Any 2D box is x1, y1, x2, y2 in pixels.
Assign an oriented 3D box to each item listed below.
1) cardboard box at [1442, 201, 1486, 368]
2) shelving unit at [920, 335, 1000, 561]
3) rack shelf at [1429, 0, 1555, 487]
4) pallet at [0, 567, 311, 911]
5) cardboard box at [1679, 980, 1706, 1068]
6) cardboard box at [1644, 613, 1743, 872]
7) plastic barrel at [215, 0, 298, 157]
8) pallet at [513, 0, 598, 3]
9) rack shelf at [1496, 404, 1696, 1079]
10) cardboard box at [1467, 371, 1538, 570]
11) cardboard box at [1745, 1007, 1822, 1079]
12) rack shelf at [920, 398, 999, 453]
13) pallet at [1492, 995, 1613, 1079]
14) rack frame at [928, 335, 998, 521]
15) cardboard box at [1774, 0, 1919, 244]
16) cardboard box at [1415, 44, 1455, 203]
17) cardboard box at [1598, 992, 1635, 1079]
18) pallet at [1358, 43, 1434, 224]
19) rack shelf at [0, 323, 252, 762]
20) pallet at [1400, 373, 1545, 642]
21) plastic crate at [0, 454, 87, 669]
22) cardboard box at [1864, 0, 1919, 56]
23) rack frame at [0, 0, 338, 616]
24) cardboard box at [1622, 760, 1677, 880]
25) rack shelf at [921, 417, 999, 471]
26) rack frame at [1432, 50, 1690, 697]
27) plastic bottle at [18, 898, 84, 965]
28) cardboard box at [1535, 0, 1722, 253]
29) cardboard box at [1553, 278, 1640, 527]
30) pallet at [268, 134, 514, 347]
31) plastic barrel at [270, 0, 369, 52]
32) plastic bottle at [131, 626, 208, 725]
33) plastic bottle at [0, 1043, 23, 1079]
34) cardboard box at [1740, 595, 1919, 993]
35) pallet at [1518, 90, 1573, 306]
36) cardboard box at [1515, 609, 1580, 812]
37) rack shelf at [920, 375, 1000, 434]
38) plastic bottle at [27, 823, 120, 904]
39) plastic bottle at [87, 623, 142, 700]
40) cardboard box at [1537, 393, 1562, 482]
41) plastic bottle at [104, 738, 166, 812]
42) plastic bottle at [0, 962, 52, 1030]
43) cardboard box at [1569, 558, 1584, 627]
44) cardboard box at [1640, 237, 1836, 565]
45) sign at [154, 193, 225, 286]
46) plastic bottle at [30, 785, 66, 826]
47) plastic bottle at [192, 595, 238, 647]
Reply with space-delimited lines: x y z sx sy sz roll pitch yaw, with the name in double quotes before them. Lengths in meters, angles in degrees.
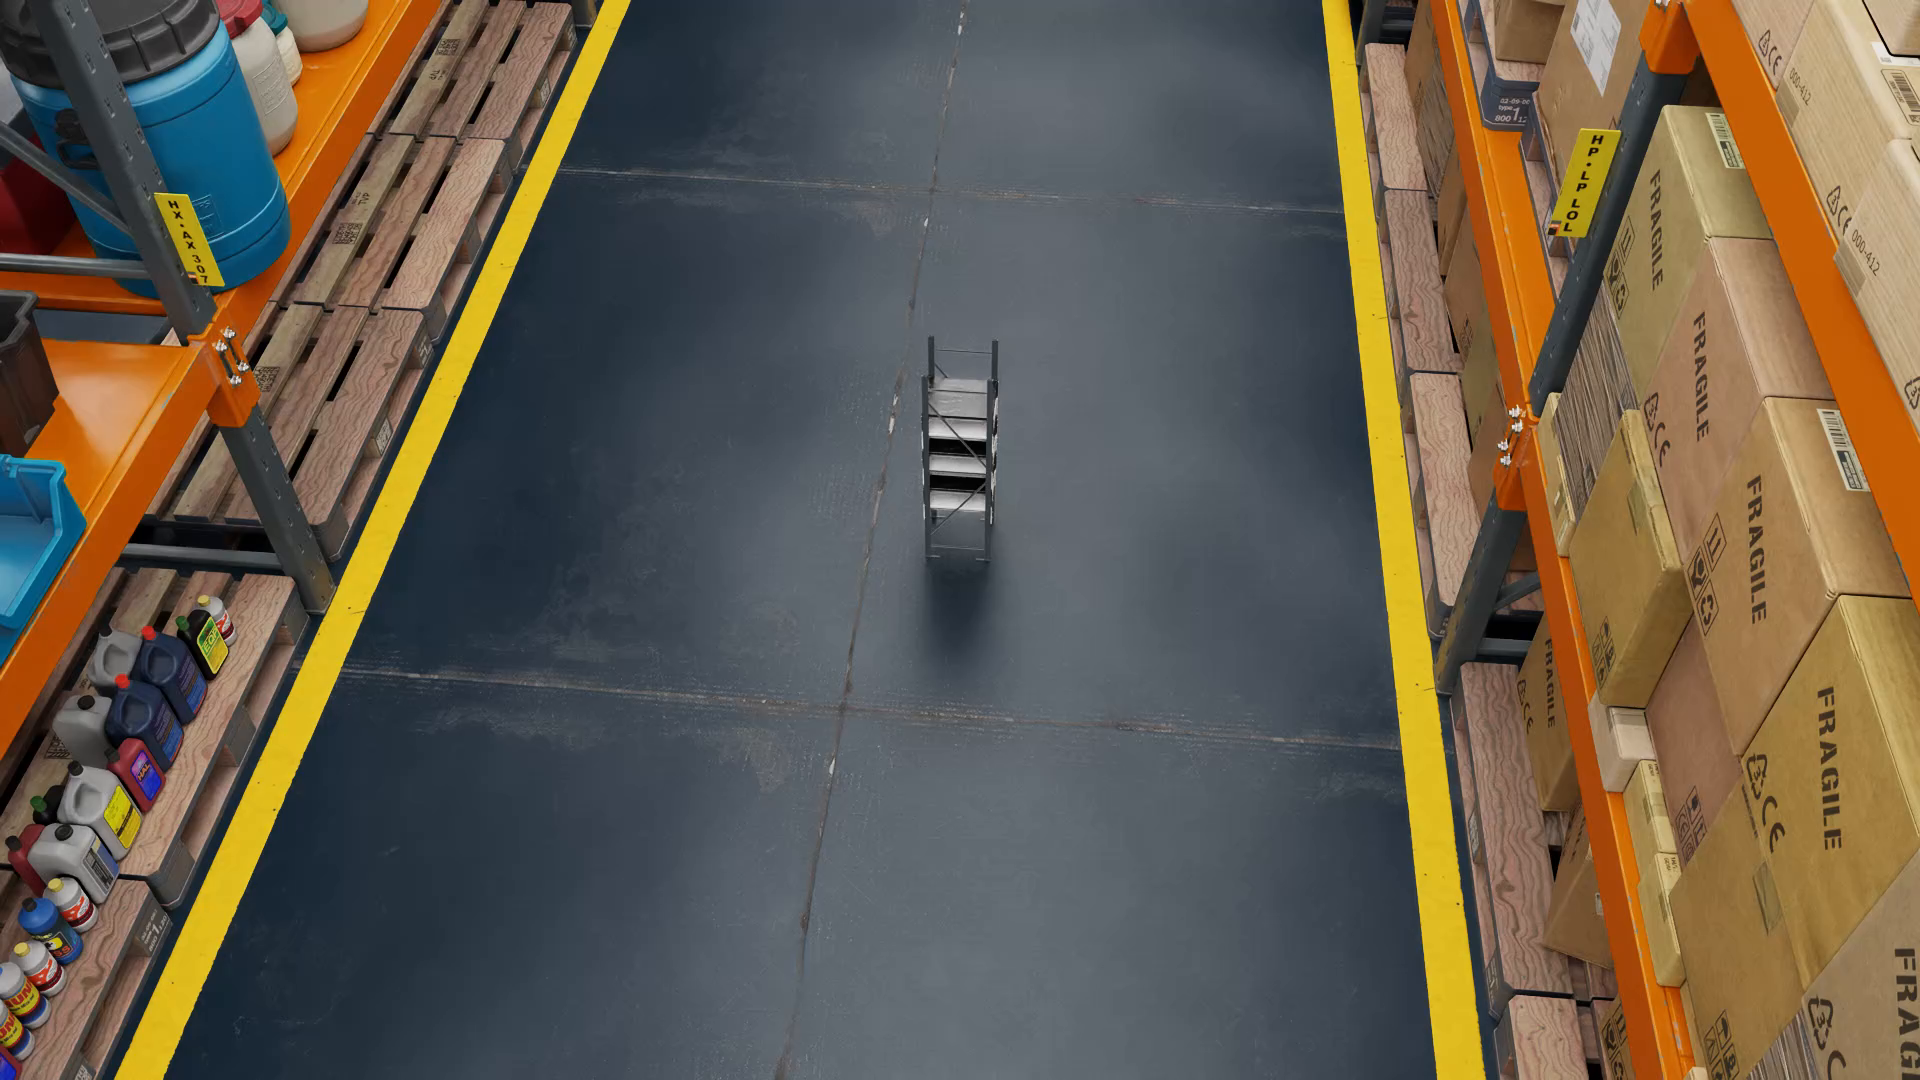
"cardboard box" 2.342 -1.002 6.529 0.700 0.500 0.500 0 48 0
"shelving unit" 0.001 -0.310 5.923 0.258 0.900 0.210 4 48 4
"rack shelf" 2.334 -1.714 6.272 1.077 0.370 4.000 4 48 4
"pallet" -2.883 0.612 5.547 1.003 0.211 1.213 4 48 4
"cardboard box" 1.732 1.026 3.449 0.380 0.149 0.250 4 48 4
"cardboard box" 2.023 0.445 3.541 0.875 0.500 0.500 4 48 4
"plastic barrel" -2.475 -1.554 5.546 0.433 0.535 0.433 0 48 0
"pallet" -2.386 -3.400 9.217 1.003 0.211 1.213 4 48 4
"rack shelf" 1.969 1.226 3.584 1.077 0.370 4.000 4 48 4
"cardboard box" 2.229 -0.241 5.834 0.700 0.500 0.500 1 48 1
"cardboard box" 1.879 1.176 2.872 0.875 0.500 0.500 4 48 4
"rack shelf" 0.001 -0.409 5.815 0.258 0.077 0.200 4 48 4
"pallet" 2.017 1.849 4.416 1.003 0.211 1.213 4 48 4
"rack frame" 0.010 -0.384 5.992 0.240 0.900 0.006 4 48 4
"cardboard box" 1.812 -0.746 2.968 0.500 0.250 0.500 3 48 3
"cardboard box" 2.437 -1.829 7.286 0.700 0.500 0.500 0 48 0
"cardboard box" 2.052 1.389 4.356 0.500 0.500 0.500 0 48 0
"pallet" 2.443 -1.911 7.855 1.003 0.211 1.213 4 48 4
"rack shelf" -2.963 0.893 3.888 1.077 0.370 4.000 4 48 4
"pallet" 2.221 -0.118 6.215 1.003 0.211 1.213 4 48 4
"plastic crate" -2.611 0.062 4.261 0.499 0.251 0.616 4 48 4
"cardboard box" 1.813 -0.966 2.899 0.380 0.149 0.250 4 48 4
"rack frame" -2.781 -0.820 4.967 1.000 3.000 0.127 4 48 4
"cardboard box" 1.743 0.656 3.788 0.380 0.149 0.250 4 48 4
"rack shelf" 0.001 -0.348 5.882 0.258 0.077 0.200 4 48 4
"rack frame" 2.152 -0.487 4.662 1.000 3.000 0.127 4 48 4
"plastic bottle" -2.611 1.106 4.756 0.097 0.271 0.097 0 48 0
"cardboard box" 2.363 -1.405 4.811 1.000 1.000 1.000 4 48 4
"cardboard box" 2.049 -0.294 4.217 0.875 0.500 0.500 4 48 4
"pallet" -2.639 -1.357 7.348 1.003 0.211 1.213 4 48 4
"plastic barrel" -2.408 -2.093 6.040 0.433 0.535 0.433 0 48 0
"plastic bottle" -2.552 0.418 5.332 0.144 0.351 0.185 3 48 2
"plastic bottle" -2.631 1.411 4.469 0.061 0.283 0.133 5 48 4
"cardboard box" 1.733 0.458 2.851 0.500 0.500 0.500 4 48 4
"pallet" 2.366 -0.974 5.238 1.003 0.211 1.213 4 48 4
"cardboard box" 2.075 0.506 5.163 0.500 0.500 0.500 3 48 2
"rack shelf" 0.001 -0.469 5.749 0.258 0.077 0.200 4 48 4
"plastic bottle" -2.618 0.941 4.904 0.152 0.276 0.135 5 48 4
"plastic bottle" -2.696 0.409 5.341 0.144 0.351 0.185 4 48 4
"cardboard box" 1.833 -0.264 4.629 0.380 0.149 0.250 4 48 4
"plastic bottle" -2.543 0.705 5.115 0.061 0.283 0.133 7 48 6
"plastic bottle" -2.629 1.255 4.620 0.097 0.271 0.097 0 48 0
"cardboard box" 1.802 0.104 4.292 0.380 0.149 0.250 4 48 4
"cardboard box" 1.813 -0.277 3.524 0.500 0.500 0.500 4 48 4
"sign" -2.234 -0.868 4.824 0.100 0.325 0.005 4 48 4
"plastic bottle" -2.704 0.831 4.999 0.061 0.283 0.133 4 48 4
"plastic bottle" -2.503 0.264 5.574 0.097 0.201 0.097 0 48 0
